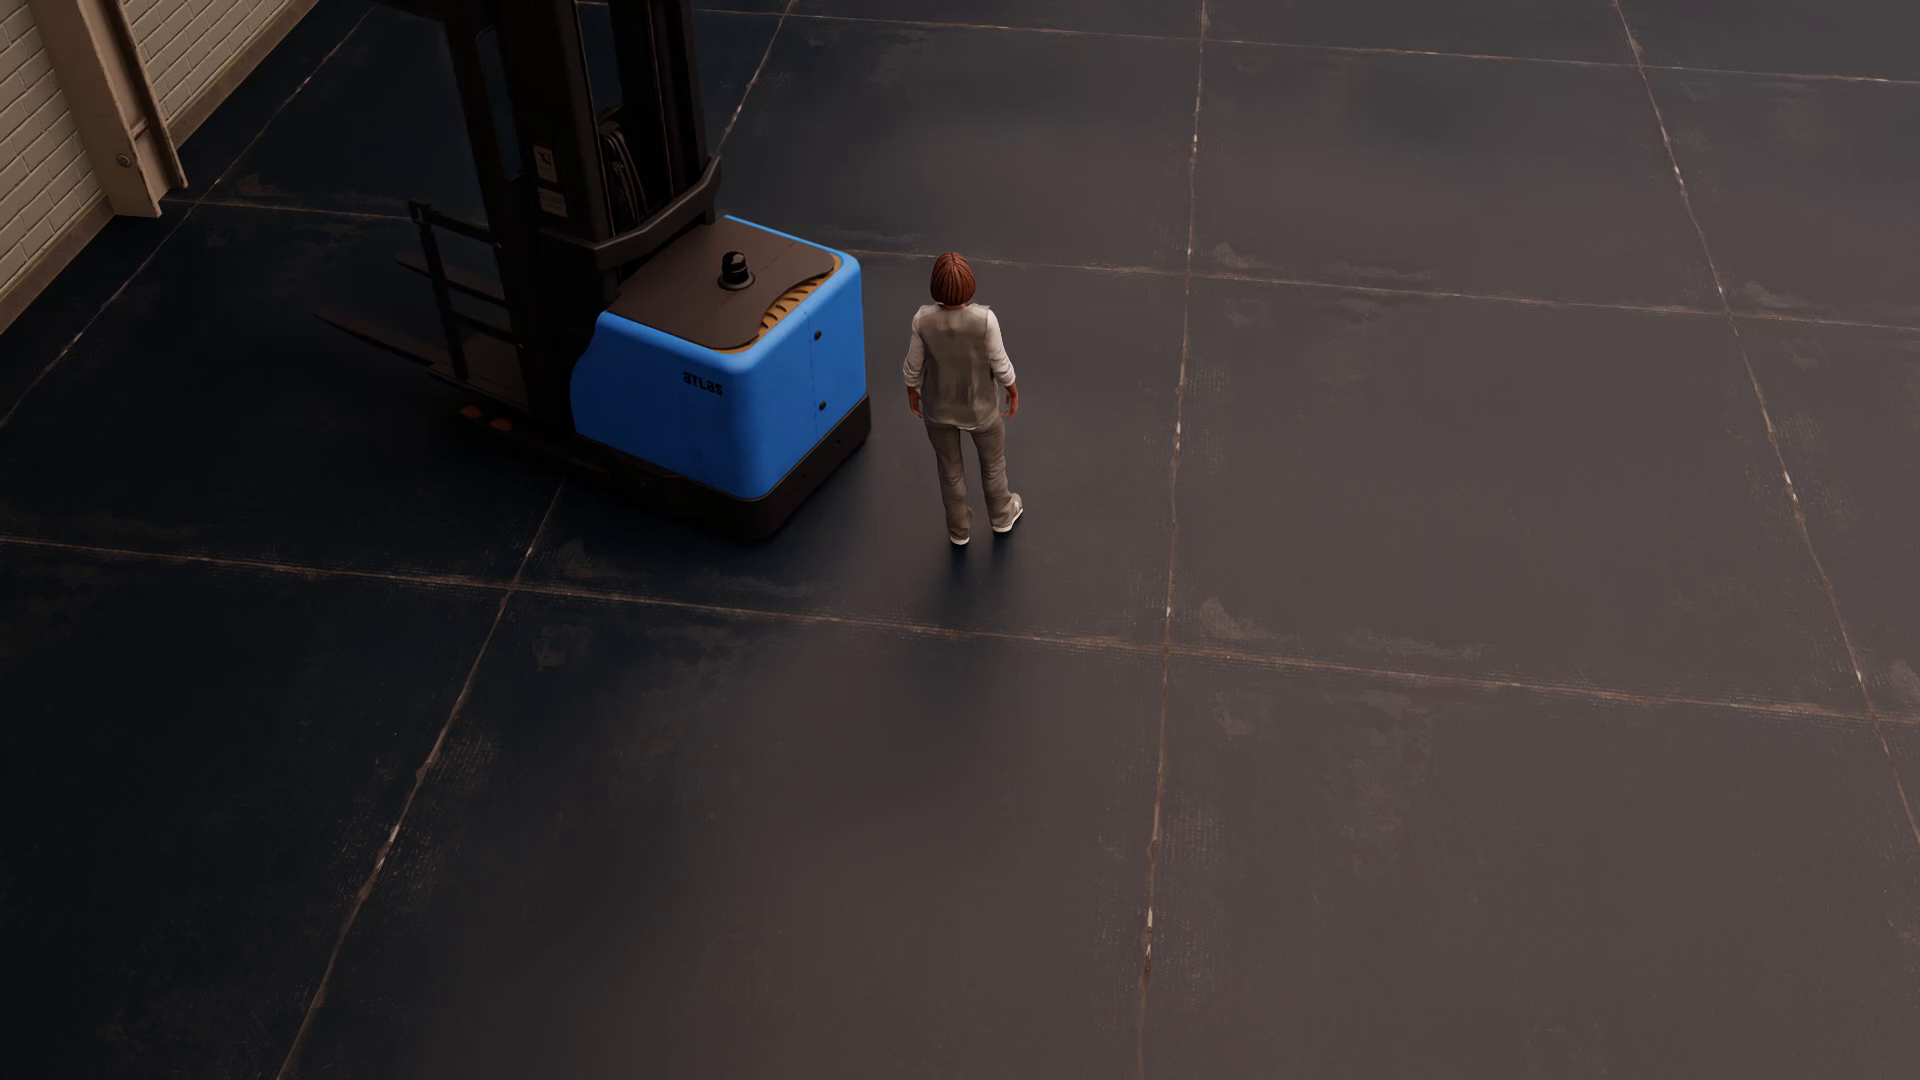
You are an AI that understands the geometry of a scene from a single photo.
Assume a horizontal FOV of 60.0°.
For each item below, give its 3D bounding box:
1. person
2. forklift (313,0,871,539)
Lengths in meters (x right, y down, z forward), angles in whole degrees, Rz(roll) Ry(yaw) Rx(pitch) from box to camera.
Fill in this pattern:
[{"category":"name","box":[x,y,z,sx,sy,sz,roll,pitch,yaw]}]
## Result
[{"category":"person","box":[0.024,-0.637,7.404,0.520,1.586,0.472,5,43,6]},{"category":"forklift","box":[-1.984,-1.819,7.705,3.031,2.935,1.130,21,47,21]}]
